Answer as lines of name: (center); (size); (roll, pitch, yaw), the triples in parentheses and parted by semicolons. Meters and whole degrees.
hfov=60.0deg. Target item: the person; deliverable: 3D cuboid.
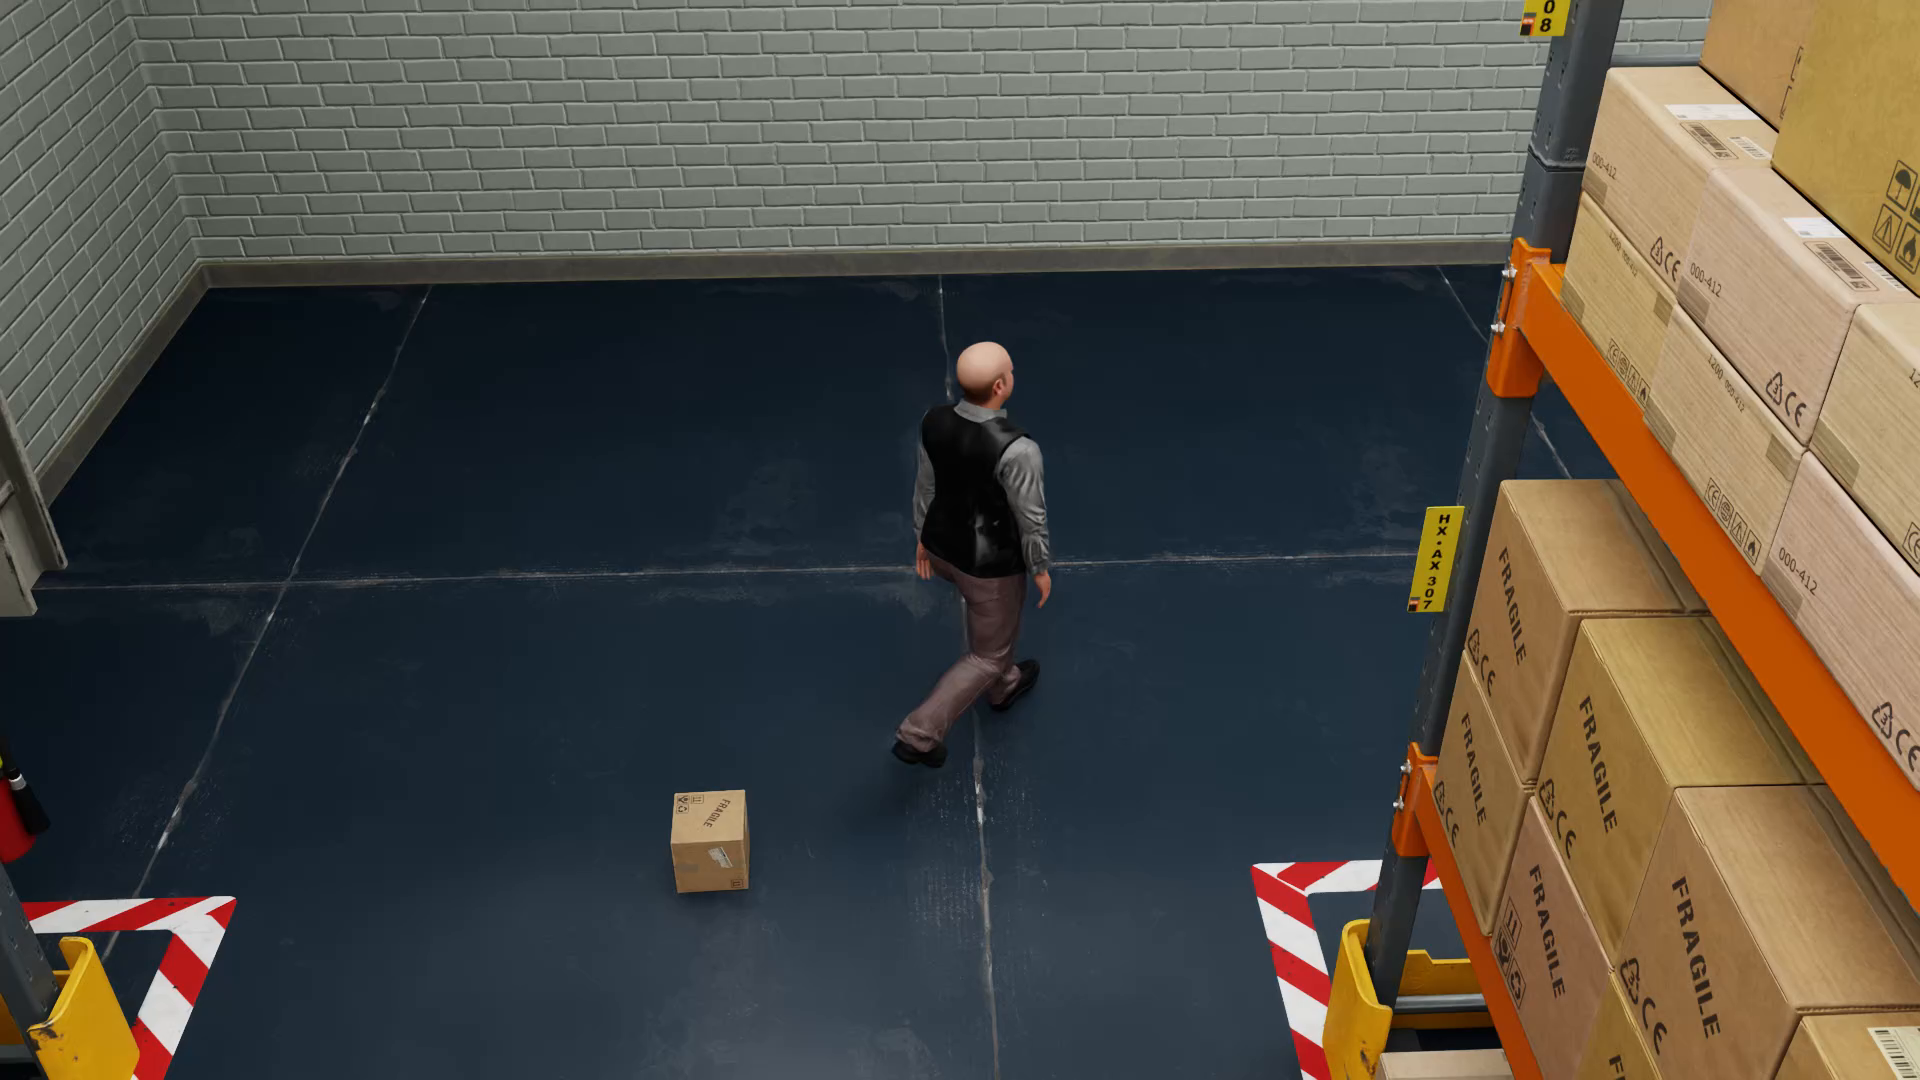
person: (0.052, 0.079, 6.052); (0.921, 1.692, 0.552); (-30, 45, -35)
